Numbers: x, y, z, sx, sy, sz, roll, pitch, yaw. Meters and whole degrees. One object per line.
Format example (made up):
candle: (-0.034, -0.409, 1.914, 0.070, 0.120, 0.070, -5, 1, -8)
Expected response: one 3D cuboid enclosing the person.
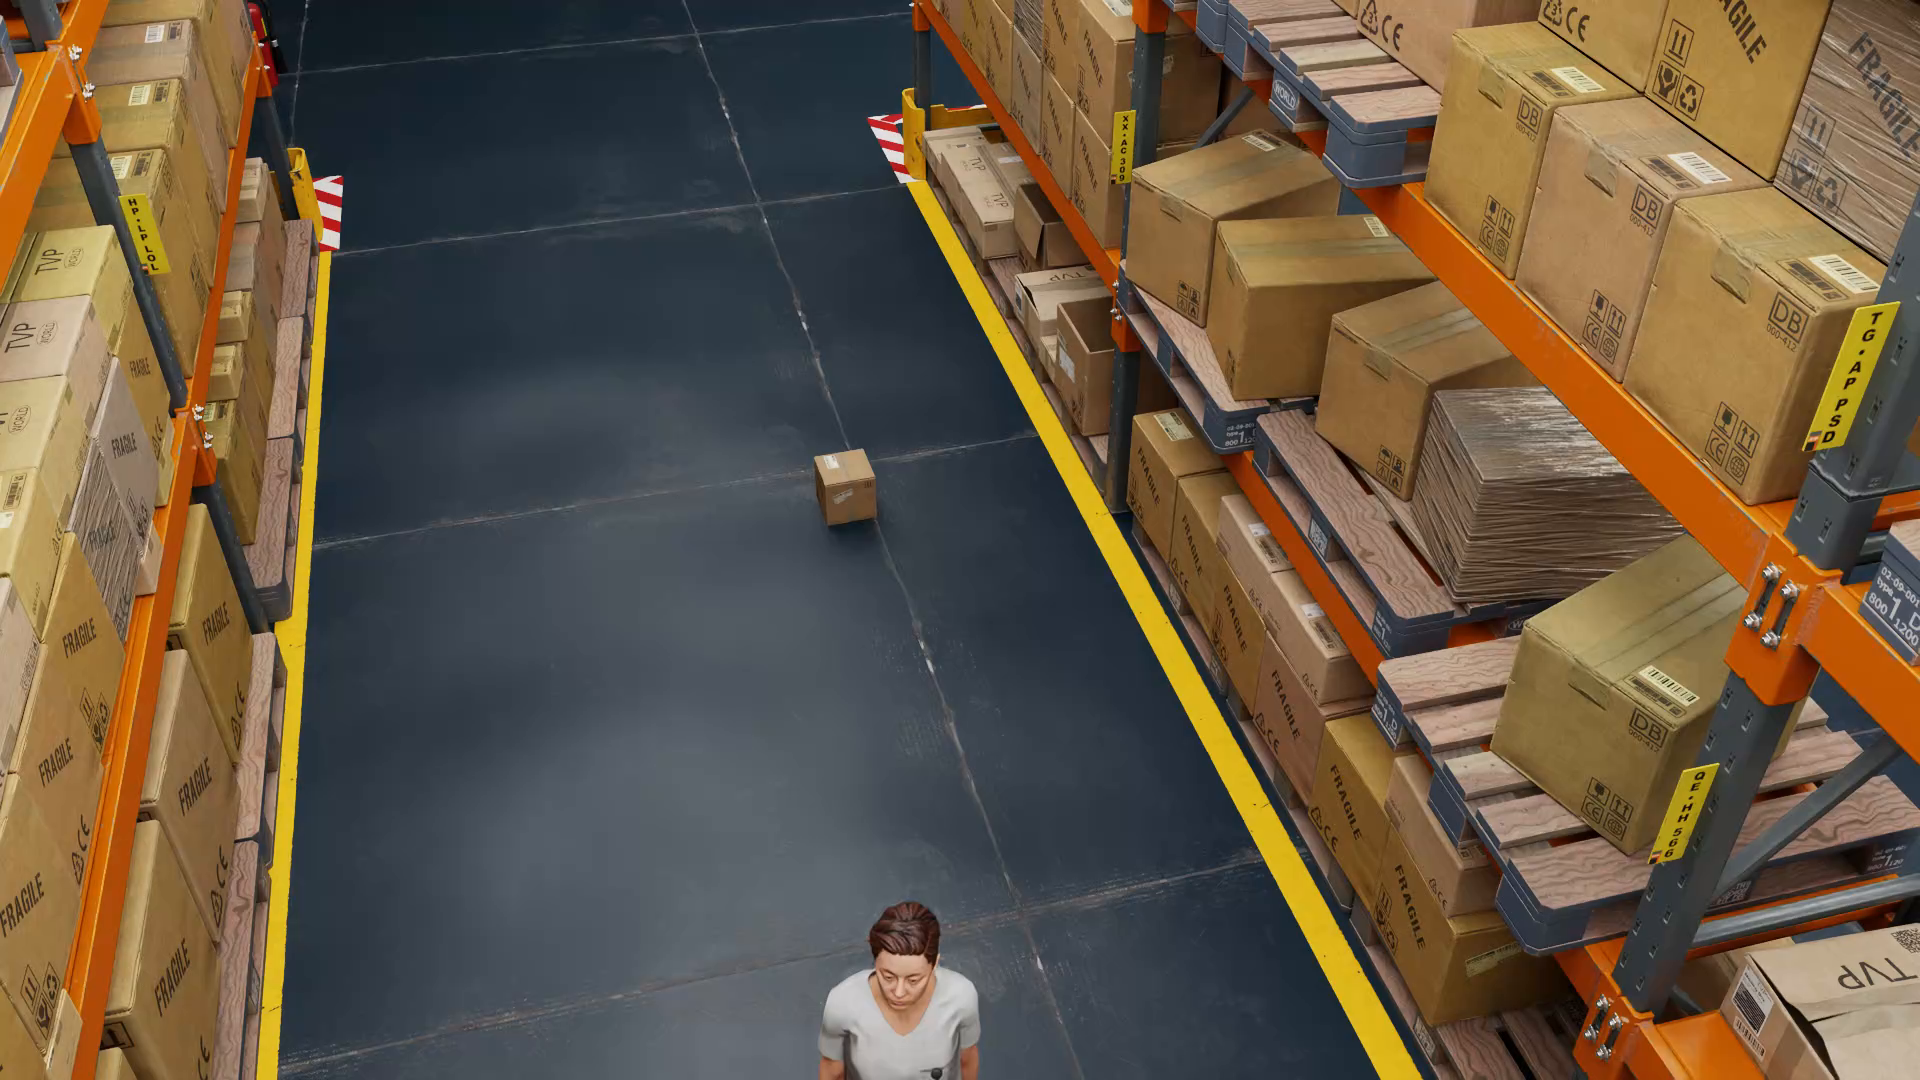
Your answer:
person: (-0.163, 1.596, 4.678, 0.444, 1.650, 0.737, -2, 38, -2)
